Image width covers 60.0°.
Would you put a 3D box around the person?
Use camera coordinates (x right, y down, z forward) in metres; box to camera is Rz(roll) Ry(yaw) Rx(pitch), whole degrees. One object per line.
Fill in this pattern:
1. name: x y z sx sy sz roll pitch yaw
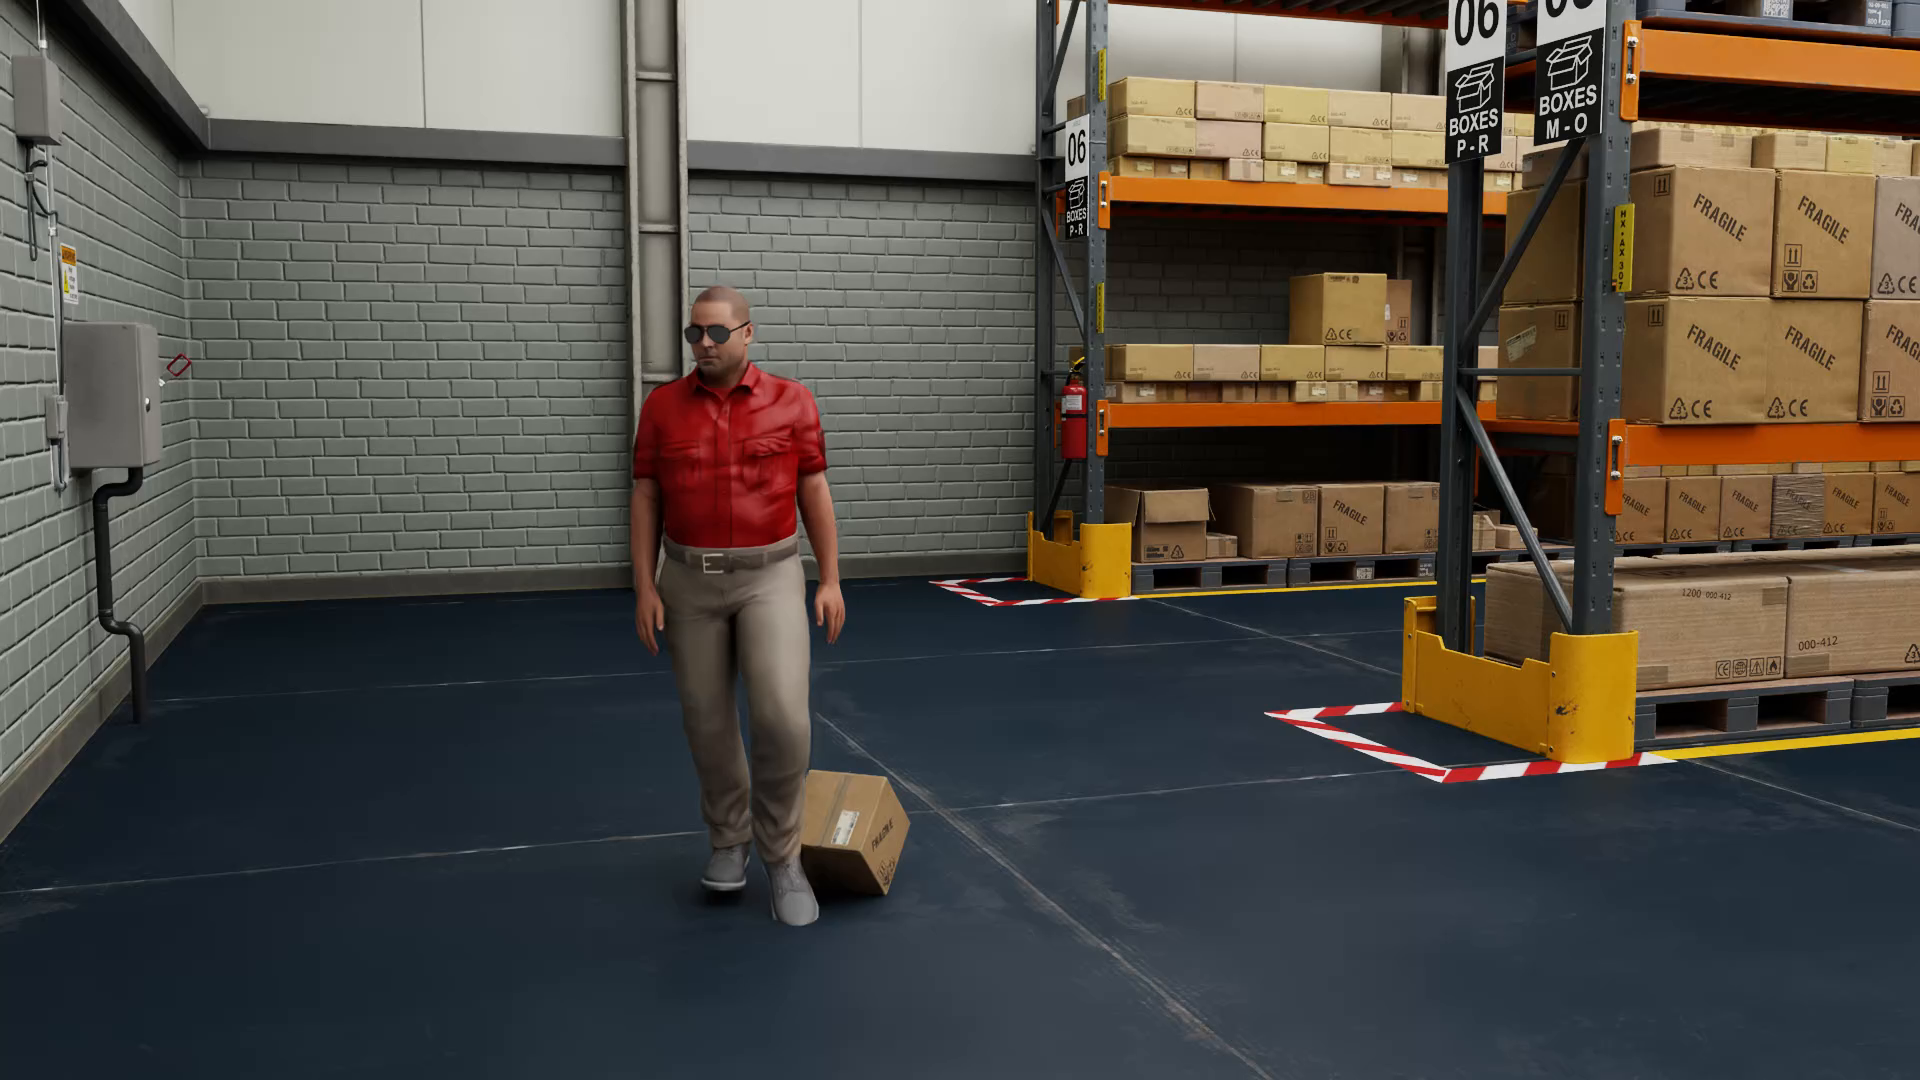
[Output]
1. person: -0.633 0.186 4.678 0.590 1.787 0.514 0 6 3
